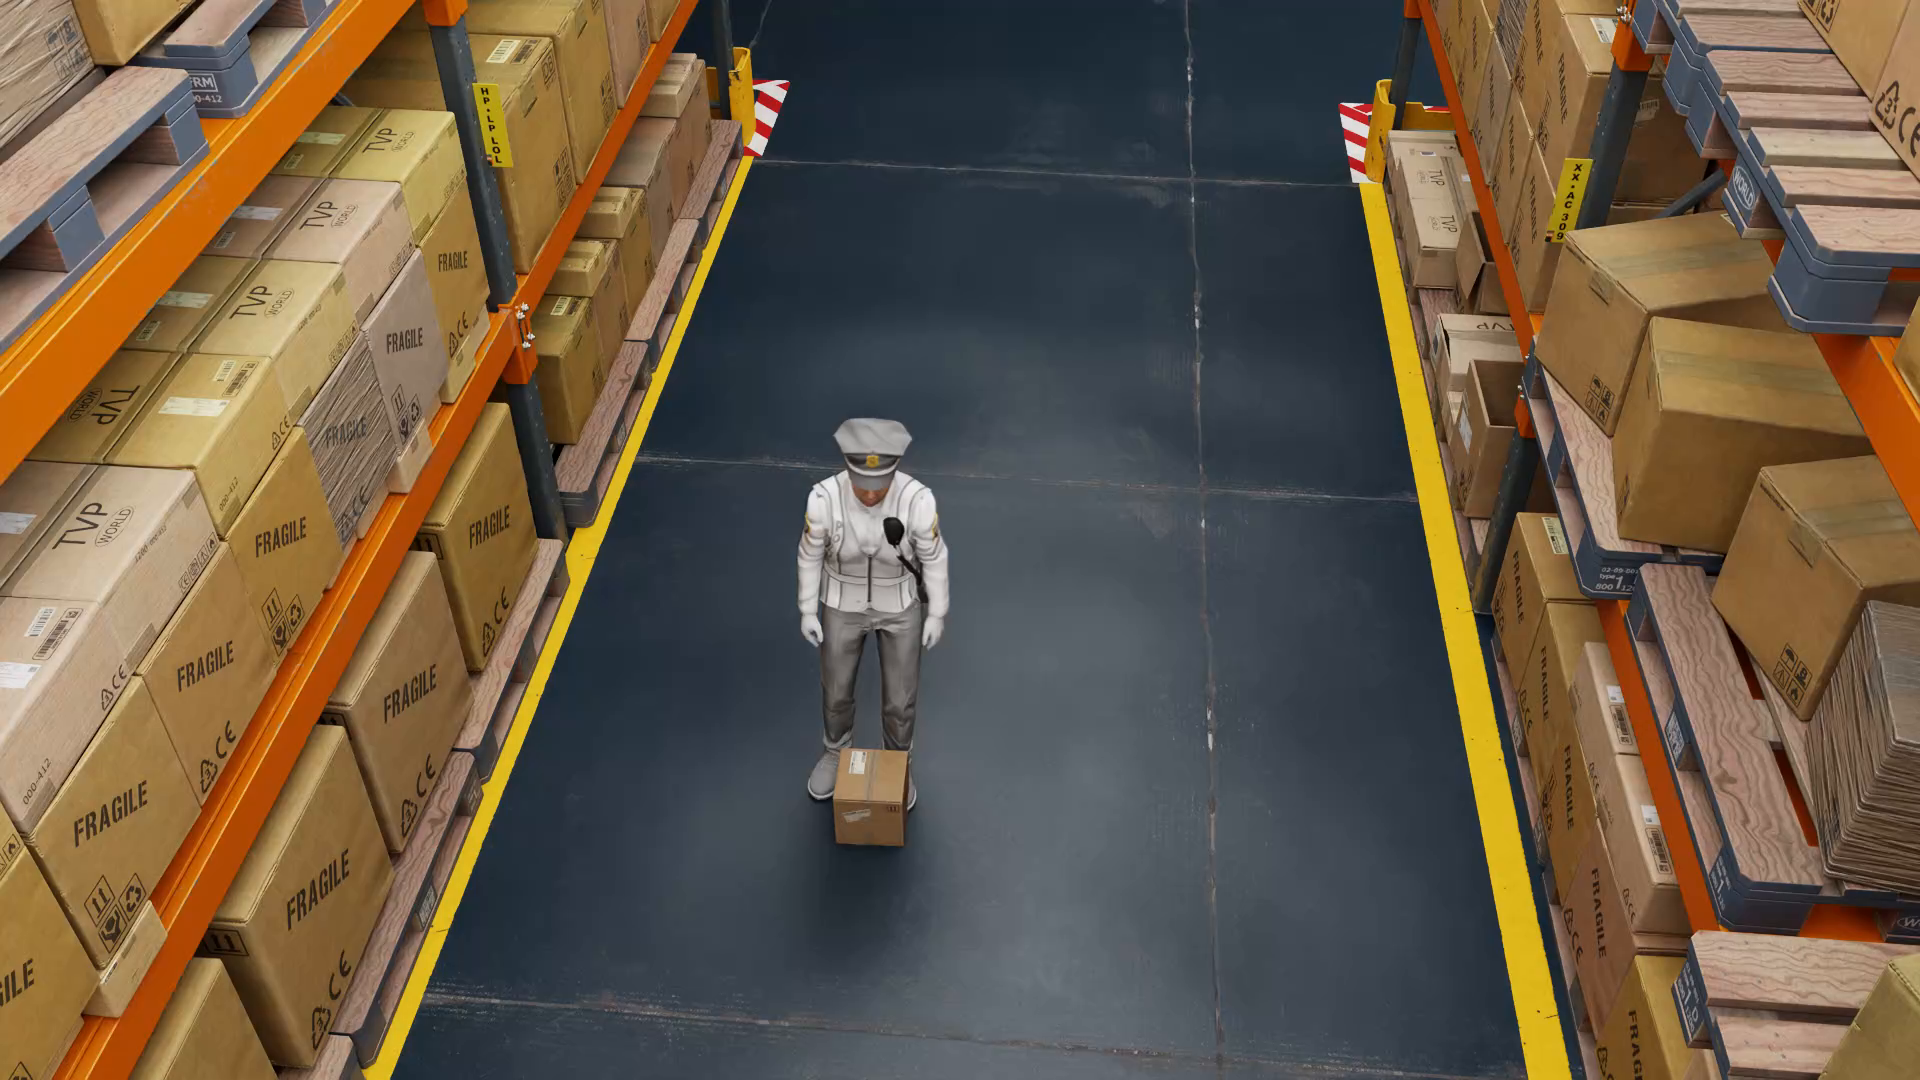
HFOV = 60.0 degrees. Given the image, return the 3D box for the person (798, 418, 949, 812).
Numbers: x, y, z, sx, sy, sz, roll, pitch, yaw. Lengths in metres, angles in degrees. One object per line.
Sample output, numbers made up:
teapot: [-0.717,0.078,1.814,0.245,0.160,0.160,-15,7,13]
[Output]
person: [-0.307,0.266,5.841,0.538,1.662,0.414,1,40,1]
